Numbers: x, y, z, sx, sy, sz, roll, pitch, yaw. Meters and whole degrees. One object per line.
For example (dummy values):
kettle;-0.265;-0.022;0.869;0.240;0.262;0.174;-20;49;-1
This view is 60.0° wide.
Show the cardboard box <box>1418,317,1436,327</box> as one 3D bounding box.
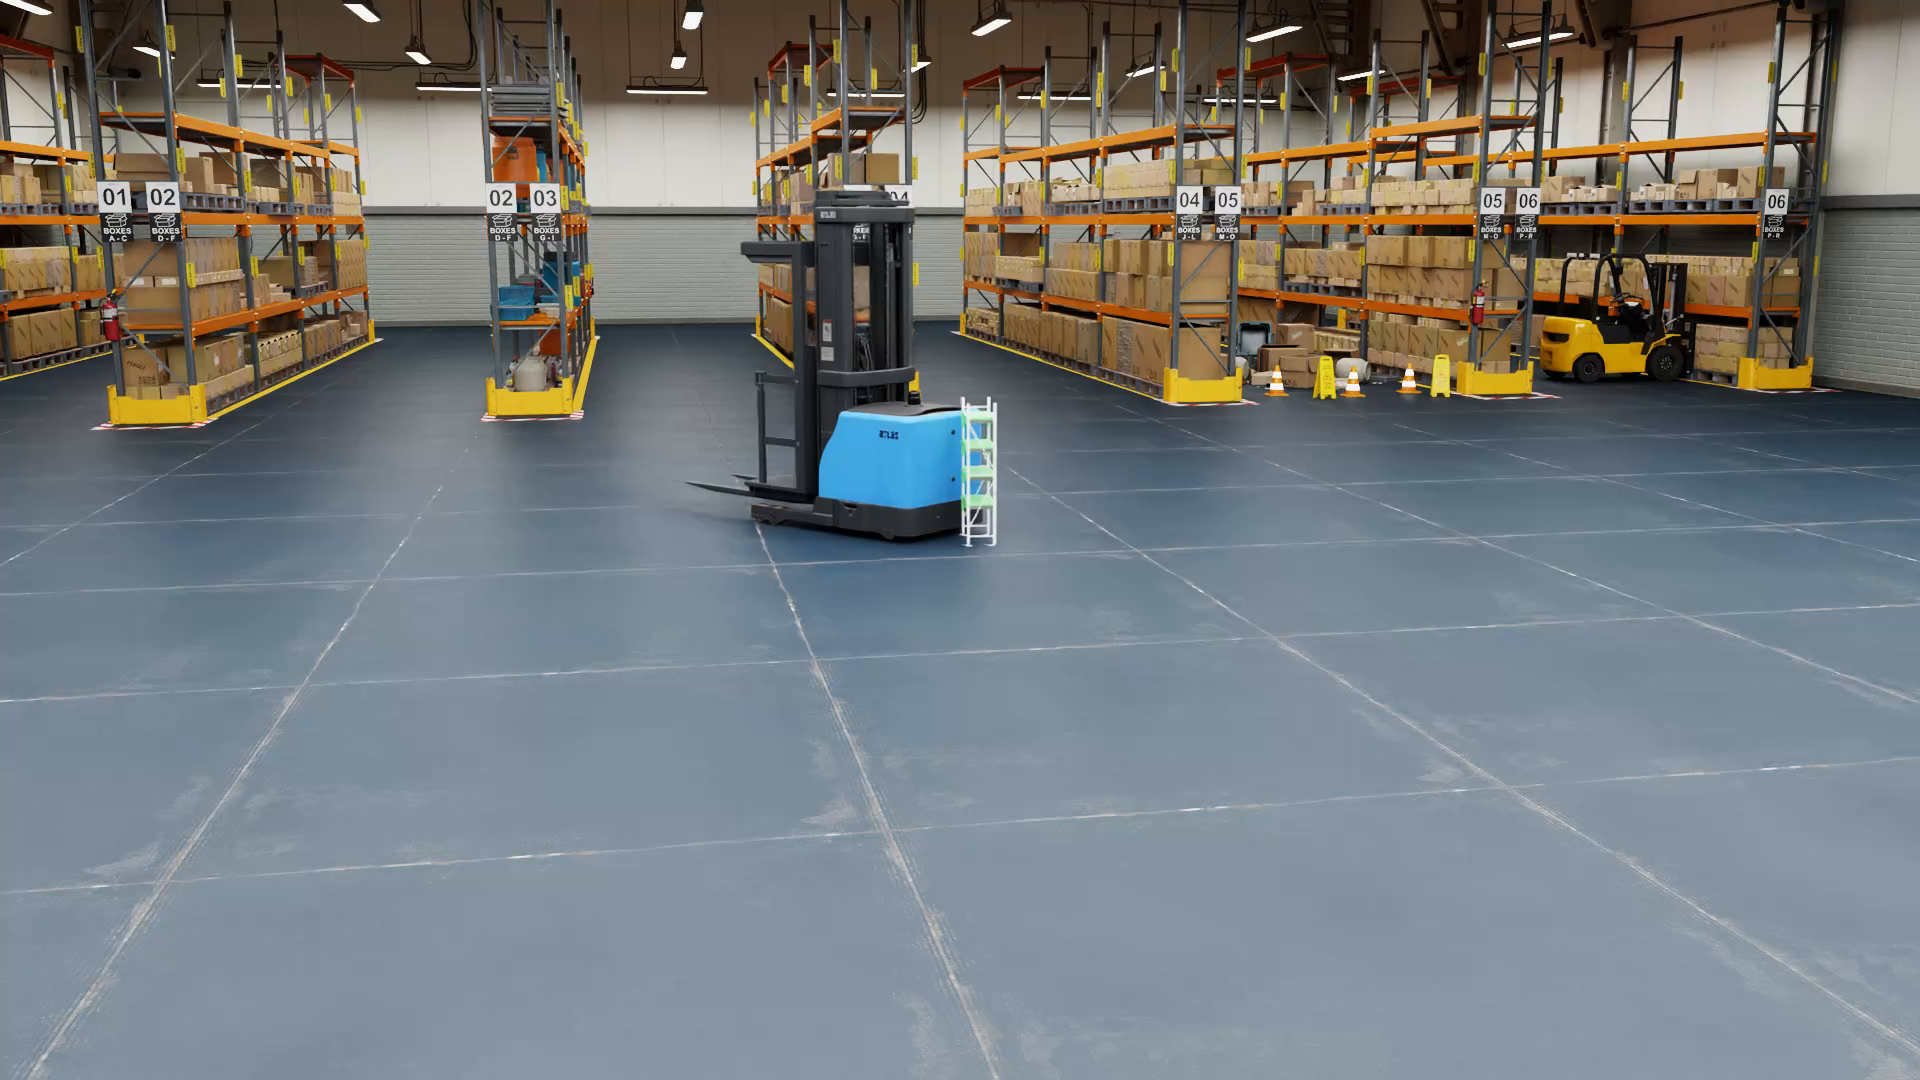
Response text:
cardboard box;7.887;-3.645;27.815;0.380;0.149;0.250;-2;11;-9

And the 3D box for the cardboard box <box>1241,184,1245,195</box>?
cardboard box;6.085;-7.563;36.498;0.500;0.500;0.500;-2;11;-12

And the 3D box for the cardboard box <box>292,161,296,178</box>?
cardboard box;-12.740;-6.834;31.116;0.500;0.500;0.500;-2;11;-11

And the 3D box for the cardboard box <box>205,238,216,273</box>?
cardboard box;-11.300;-4.148;24.232;0.700;0.500;0.500;-2;11;-11

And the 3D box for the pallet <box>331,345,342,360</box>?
pallet;-13.046;-3.769;33.433;1.003;0.211;1.213;-2;11;-11

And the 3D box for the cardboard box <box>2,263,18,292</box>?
cardboard box;-17.165;-4.675;29.622;0.500;0.500;0.500;-2;11;-9

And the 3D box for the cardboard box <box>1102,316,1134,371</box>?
cardboard box;2.971;-3.385;28.519;0.875;0.875;0.875;-2;11;-10

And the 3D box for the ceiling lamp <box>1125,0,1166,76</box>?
ceiling lamp;4.218;-11.589;35.403;0.800;3.185;2.000;-2;11;-11

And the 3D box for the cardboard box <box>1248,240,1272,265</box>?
cardboard box;6.421;-6.084;35.195;0.500;0.500;0.500;-2;11;-11

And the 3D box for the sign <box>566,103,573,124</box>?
sign;-6.284;-6.861;26.736;0.100;0.325;0.005;-2;11;-11

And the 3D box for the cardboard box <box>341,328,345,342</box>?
cardboard box;-13.110;-4.267;34.605;0.500;0.311;0.500;-2;11;-11

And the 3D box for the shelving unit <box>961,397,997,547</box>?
shelving unit;0.158;-0.583;14.051;0.258;1.200;0.503;-1;11;-5

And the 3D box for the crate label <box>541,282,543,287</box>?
crate label;-7.676;-4.558;30.025;0.502;0.435;0.616;-2;11;-11

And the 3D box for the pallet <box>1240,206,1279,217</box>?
pallet;6.578;-6.975;35.302;1.003;0.211;1.213;-2;11;-8

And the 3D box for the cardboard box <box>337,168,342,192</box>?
cardboard box;-13.434;-7.576;35.016;0.700;0.500;0.500;-2;11;-11

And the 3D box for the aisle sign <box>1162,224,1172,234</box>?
aisle sign;5.121;-8.020;41.357;0.394;0.787;0.004;-2;11;-11

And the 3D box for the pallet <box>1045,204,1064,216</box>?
pallet;2.317;-6.339;31.961;1.213;0.211;1.003;-2;11;-8

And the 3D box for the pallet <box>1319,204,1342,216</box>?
pallet;7.533;-6.228;31.374;1.213;0.211;1.003;-2;11;-11

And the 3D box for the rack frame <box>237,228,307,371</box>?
rack frame;-12.463;-4.553;30.094;1.000;3.000;0.127;-2;11;-11

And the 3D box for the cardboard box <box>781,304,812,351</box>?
cardboard box;-2.859;-4.202;32.812;1.225;0.875;0.875;-3;11;-14

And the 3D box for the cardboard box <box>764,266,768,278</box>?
cardboard box;-4.164;-6.071;37.678;0.500;0.250;0.500;-2;11;-12

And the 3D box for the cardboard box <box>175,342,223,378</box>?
cardboard box;-11.002;-2.599;24.053;0.500;0.500;0.500;-2;11;-11

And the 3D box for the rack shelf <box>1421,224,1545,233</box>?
rack shelf;11.455;-6.941;36.543;1.077;0.370;4.000;-2;11;-11

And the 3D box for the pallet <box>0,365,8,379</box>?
pallet;-17.171;-2.859;28.652;1.003;0.211;1.213;-2;11;-11

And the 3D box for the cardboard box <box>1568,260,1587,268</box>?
cardboard box;12.060;-5.376;32.417;0.380;0.149;0.250;-2;11;-11

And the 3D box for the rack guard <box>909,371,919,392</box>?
rack guard;-1.204;-2.231;24.582;1.175;0.500;0.348;-2;11;-11

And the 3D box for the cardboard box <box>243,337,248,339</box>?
cardboard box;-12.341;-3.293;28.207;0.500;0.311;0.500;-2;11;-12

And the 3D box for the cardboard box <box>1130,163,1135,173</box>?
cardboard box;2.951;-5.980;26.718;0.380;0.149;0.250;-2;11;-11

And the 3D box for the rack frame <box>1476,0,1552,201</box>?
rack frame;8.532;-6.753;25.607;1.000;3.000;0.127;-2;11;-11

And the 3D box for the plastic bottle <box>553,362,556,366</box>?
plastic bottle;-6.413;-2.670;26.290;0.061;0.283;0.133;-2;11;-11

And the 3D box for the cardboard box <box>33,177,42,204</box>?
cardboard box;-18.036;-6.679;31.799;0.700;0.500;0.500;-3;11;-14

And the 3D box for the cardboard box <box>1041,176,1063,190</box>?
cardboard box;1.806;-7.038;32.813;0.396;0.266;0.258;-2;11;-11

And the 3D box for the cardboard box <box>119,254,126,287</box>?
cardboard box;-18.768;-5.893;36.336;0.980;0.700;0.700;-2;11;-8

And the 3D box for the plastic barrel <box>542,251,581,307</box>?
plastic barrel;-6.603;-4.327;27.566;0.600;0.901;0.708;-2;11;-11

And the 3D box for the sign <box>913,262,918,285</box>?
sign;-0.657;-3.890;24.298;0.100;0.325;0.005;-2;11;-11

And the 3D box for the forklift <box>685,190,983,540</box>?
forklift;-1.255;-1.642;14.983;3.031;2.935;1.130;9;14;39

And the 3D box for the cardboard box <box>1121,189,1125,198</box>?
cardboard box;2.855;-5.680;27.278;0.380;0.149;0.250;-2;11;-12

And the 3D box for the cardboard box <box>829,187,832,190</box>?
cardboard box;-1.795;-5.319;25.434;0.380;0.149;0.250;-3;11;-14

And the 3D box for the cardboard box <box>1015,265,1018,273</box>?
cardboard box;1.344;-5.614;34.422;0.380;0.149;0.250;-2;11;-10

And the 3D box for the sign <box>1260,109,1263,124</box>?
sign;6.728;-9.473;37.191;0.100;0.325;0.005;-2;11;-11

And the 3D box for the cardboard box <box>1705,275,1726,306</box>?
cardboard box;12.955;-4.212;28.037;0.500;0.500;0.500;-2;11;-9

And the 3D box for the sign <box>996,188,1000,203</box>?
sign;0.831;-7.514;36.248;0.100;0.325;0.005;-2;11;-11

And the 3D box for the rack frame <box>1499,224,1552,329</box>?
rack frame;11.844;-5.454;34.829;1.000;3.000;0.127;-2;11;-11

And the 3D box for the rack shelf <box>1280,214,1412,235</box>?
rack shelf;7.365;-6.026;31.737;1.077;0.370;4.000;-2;11;-11

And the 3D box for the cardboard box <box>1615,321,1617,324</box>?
cardboard box;12.408;-3.967;30.573;0.500;0.250;0.500;-2;11;-12

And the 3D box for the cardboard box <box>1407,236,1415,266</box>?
cardboard box;7.966;-4.857;27.956;0.700;0.500;0.500;-2;11;-11

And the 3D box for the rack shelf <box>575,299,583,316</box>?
rack shelf;-7.214;-4.012;29.177;1.077;0.370;4.000;-2;11;-11

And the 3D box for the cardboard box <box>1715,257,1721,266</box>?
cardboard box;12.992;-4.698;28.060;0.380;0.149;0.250;-2;11;-11
